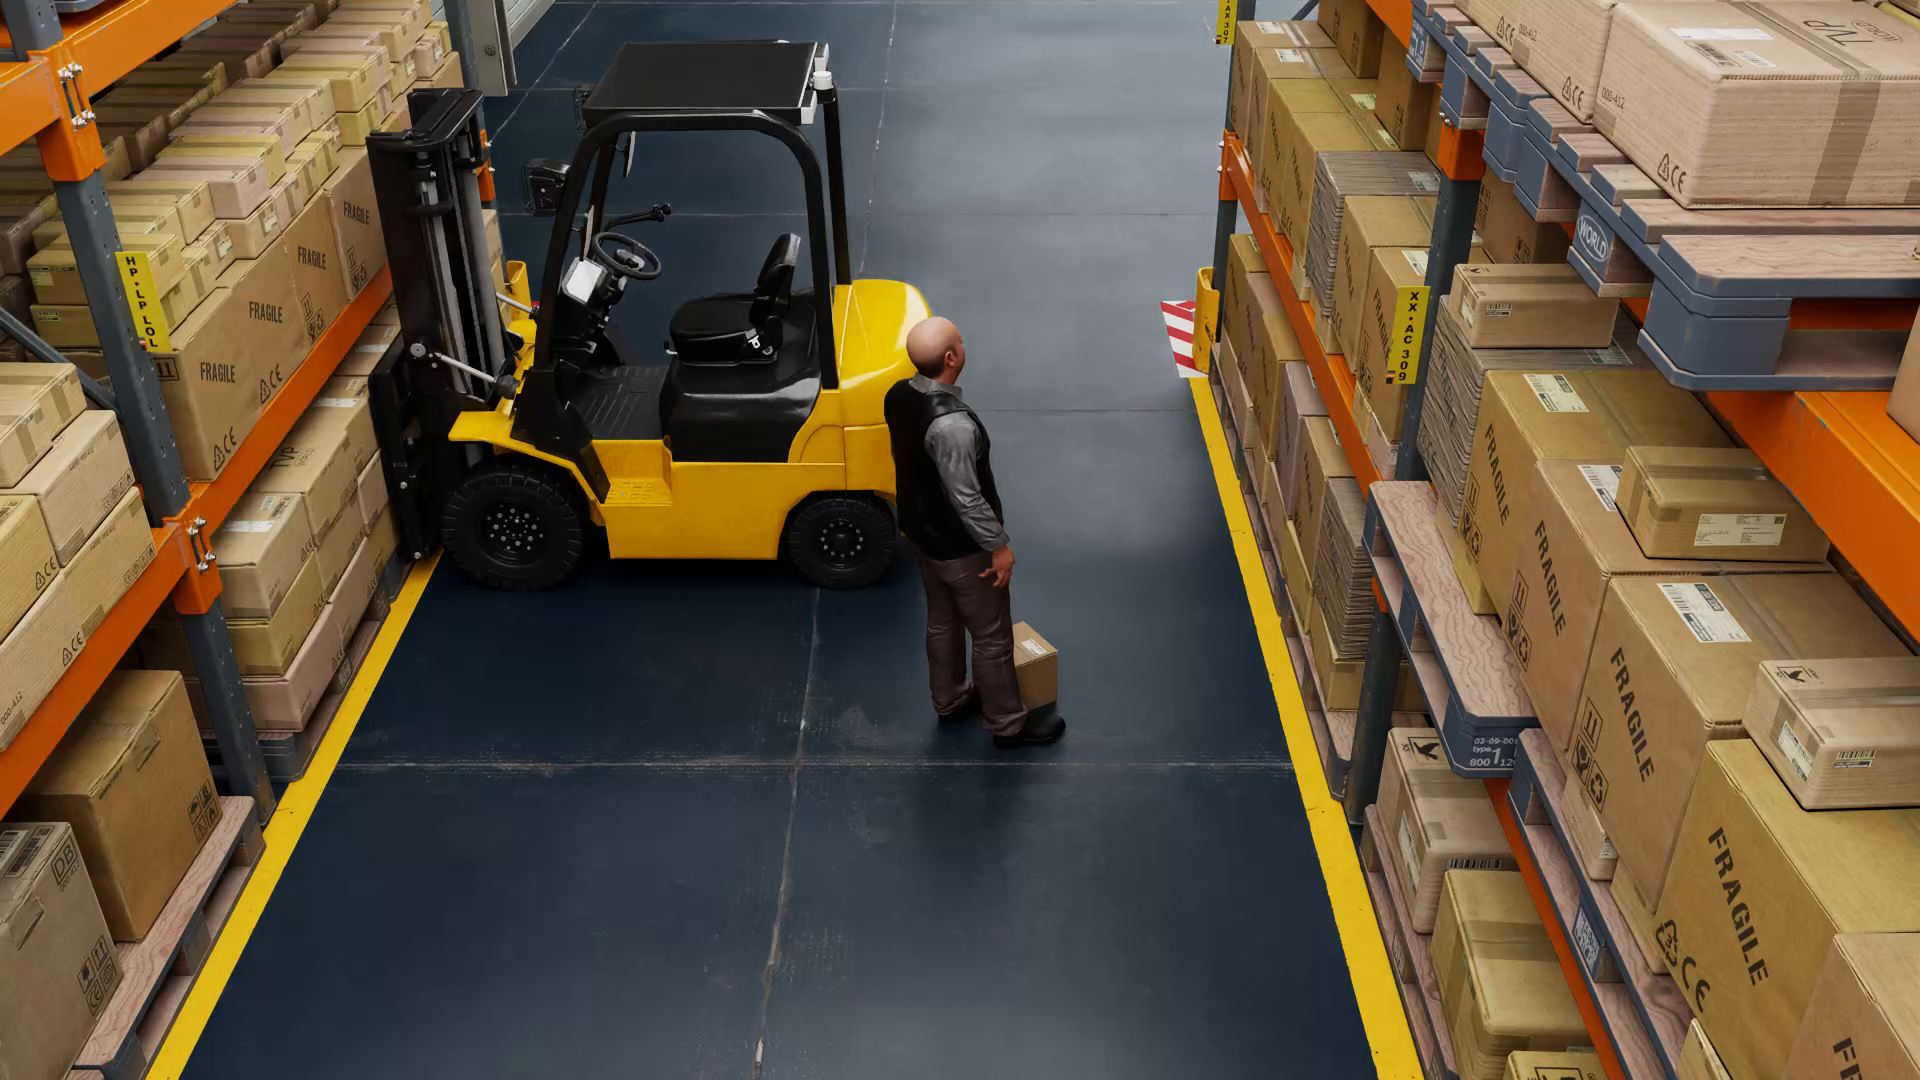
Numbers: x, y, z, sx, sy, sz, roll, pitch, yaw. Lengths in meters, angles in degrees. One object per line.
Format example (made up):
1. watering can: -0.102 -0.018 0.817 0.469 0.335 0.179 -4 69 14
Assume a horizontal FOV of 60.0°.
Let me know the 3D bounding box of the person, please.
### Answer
1. person: 0.037 -0.036 6.202 0.568 1.720 0.631 -16 35 -25
